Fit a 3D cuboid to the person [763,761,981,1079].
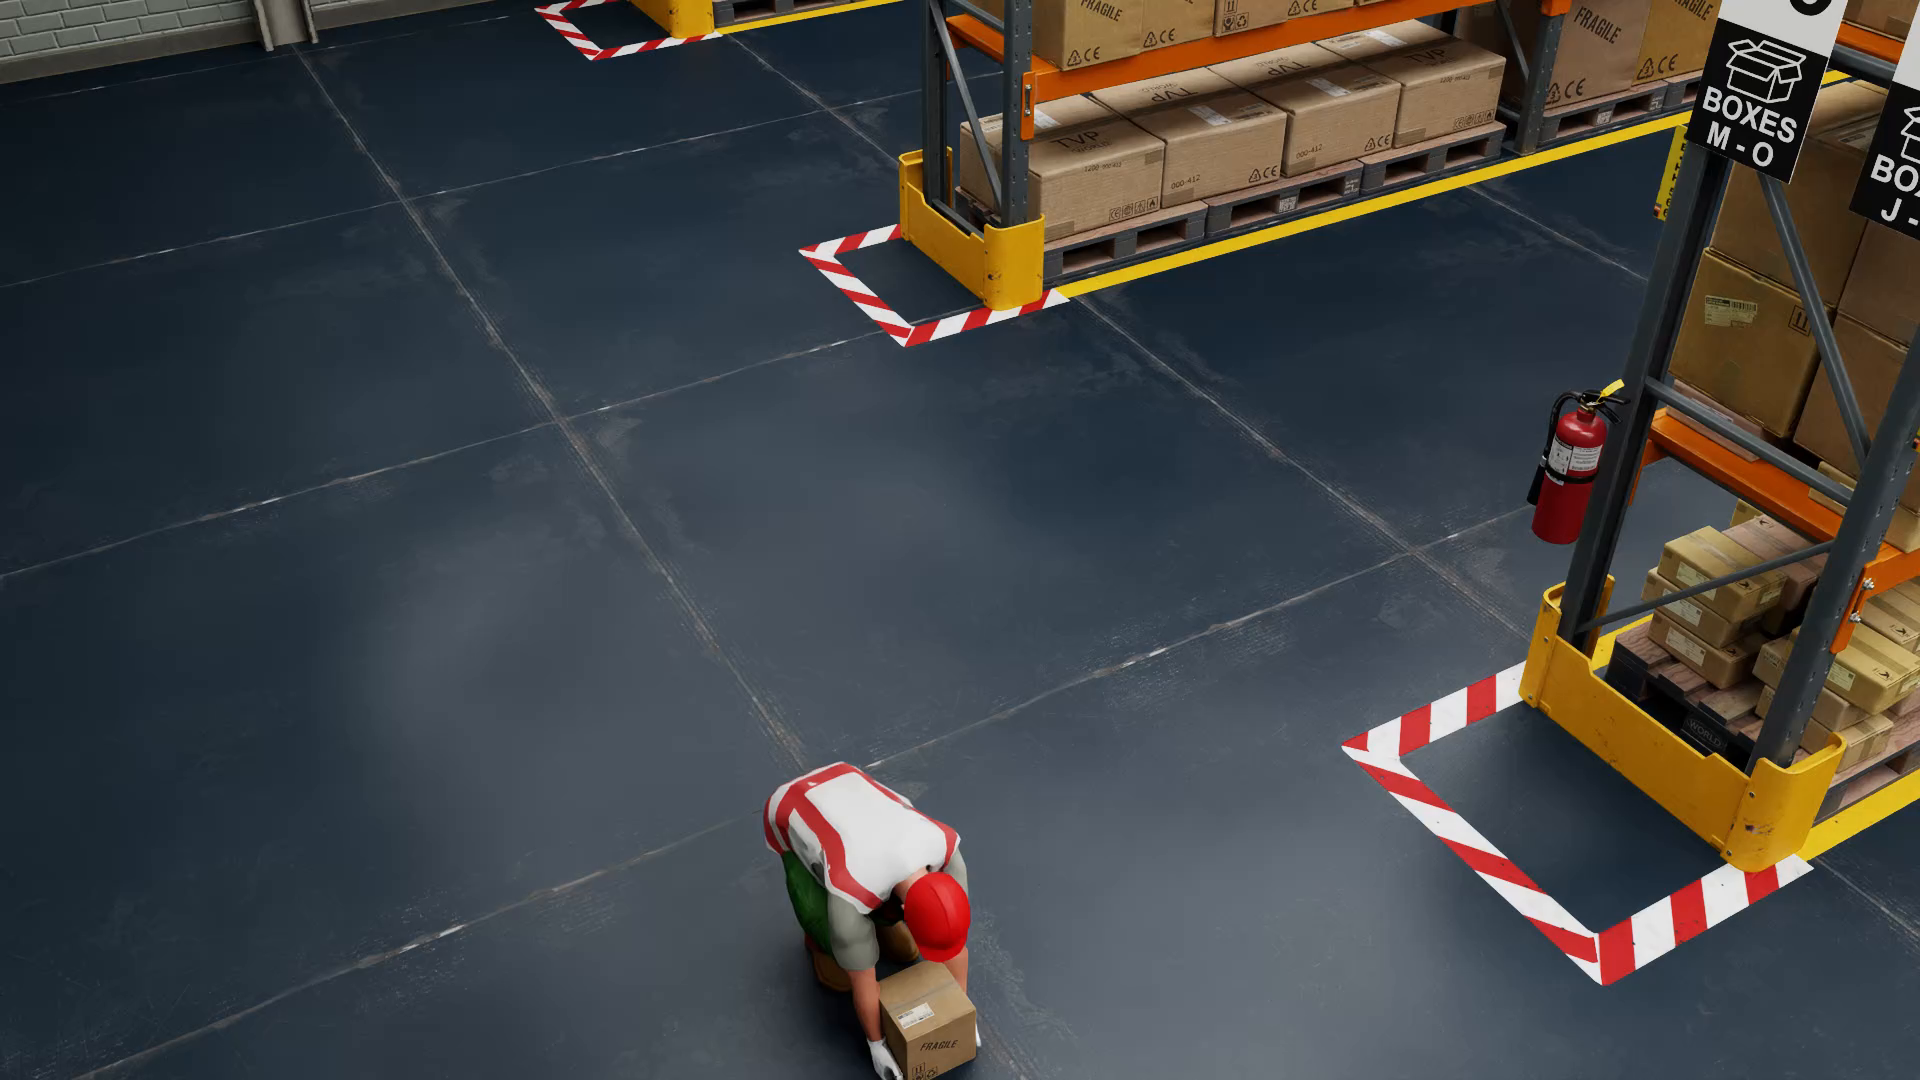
[{"bbox_3d":[-0.278,1.186,5.436,0.520,0.817,0.945,-20,41,-25],"label":"person"}]
